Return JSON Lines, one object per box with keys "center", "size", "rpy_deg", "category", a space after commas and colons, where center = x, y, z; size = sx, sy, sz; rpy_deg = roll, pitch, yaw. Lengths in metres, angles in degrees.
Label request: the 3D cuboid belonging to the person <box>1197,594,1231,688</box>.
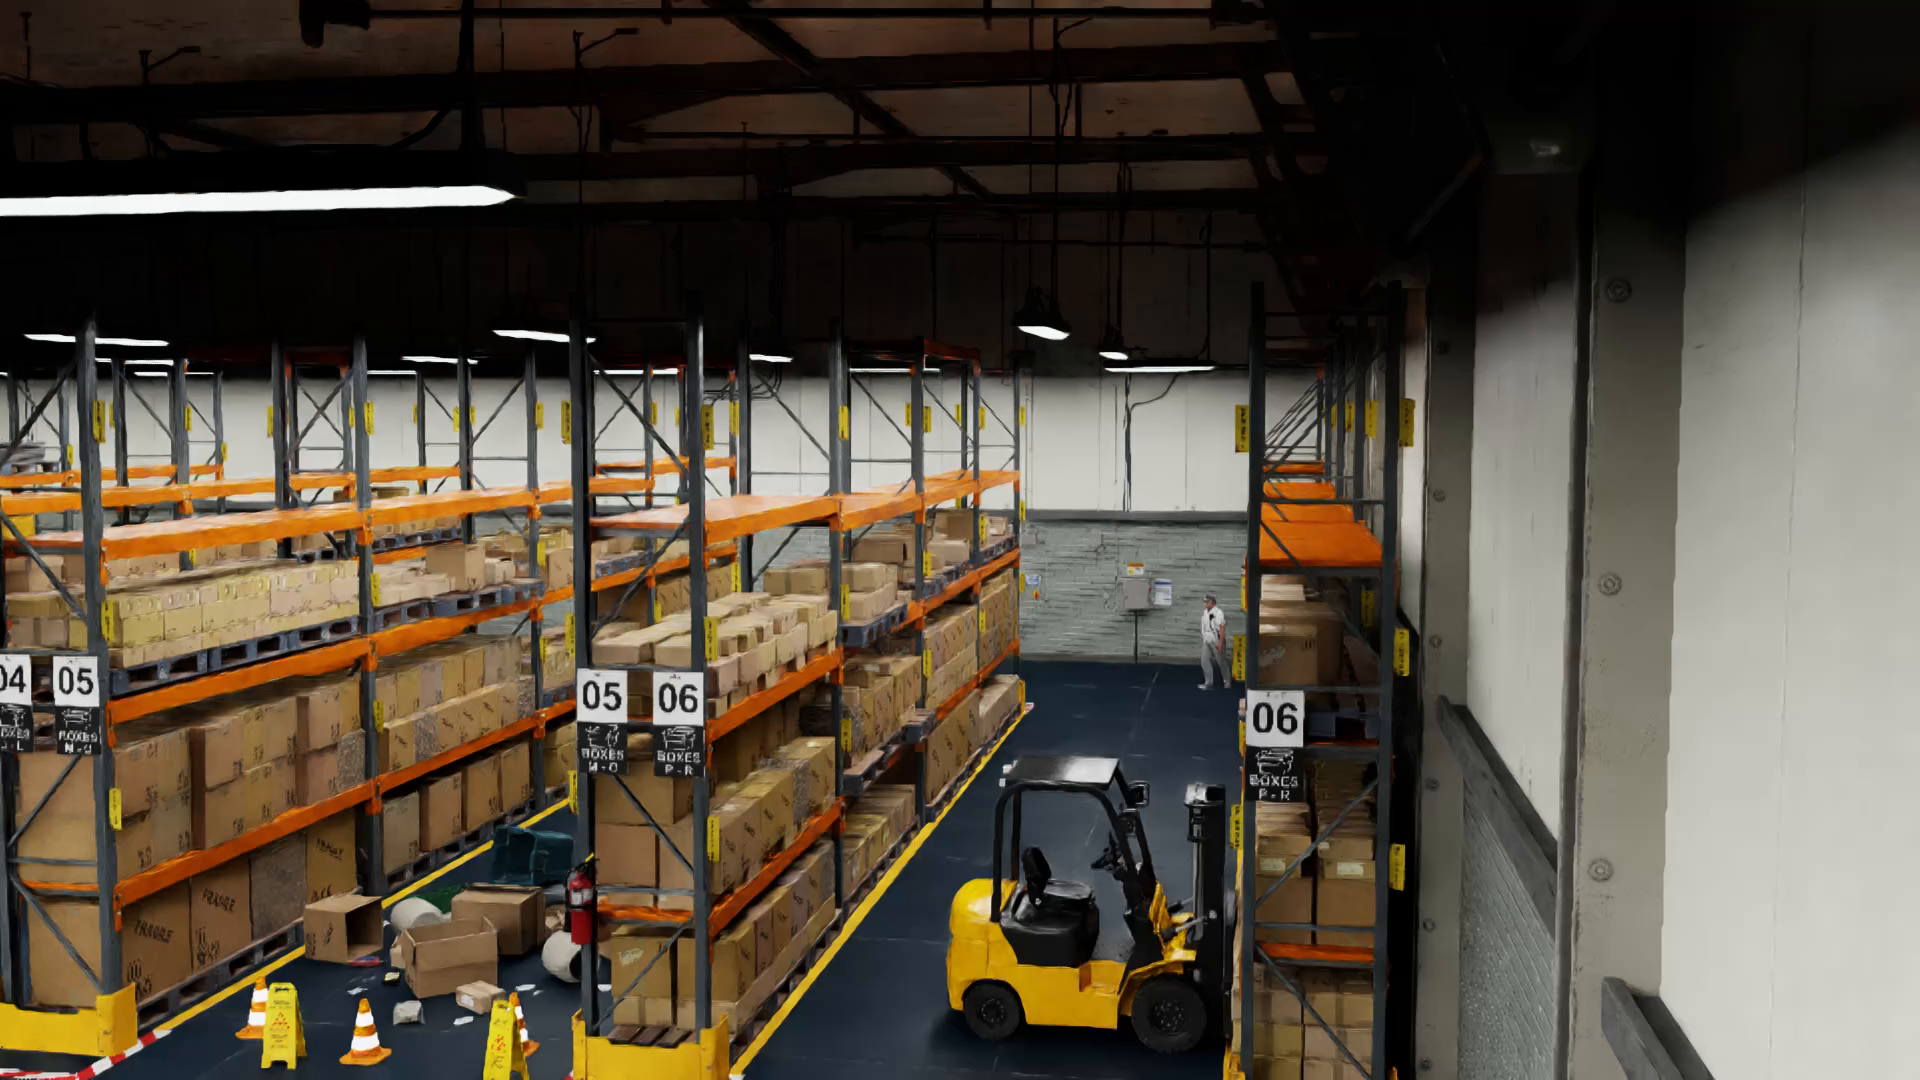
{"center": [4.682, 1.849, 30.487], "size": [0.605, 1.740, 0.579], "rpy_deg": [-3, 5, -31], "category": "person"}
